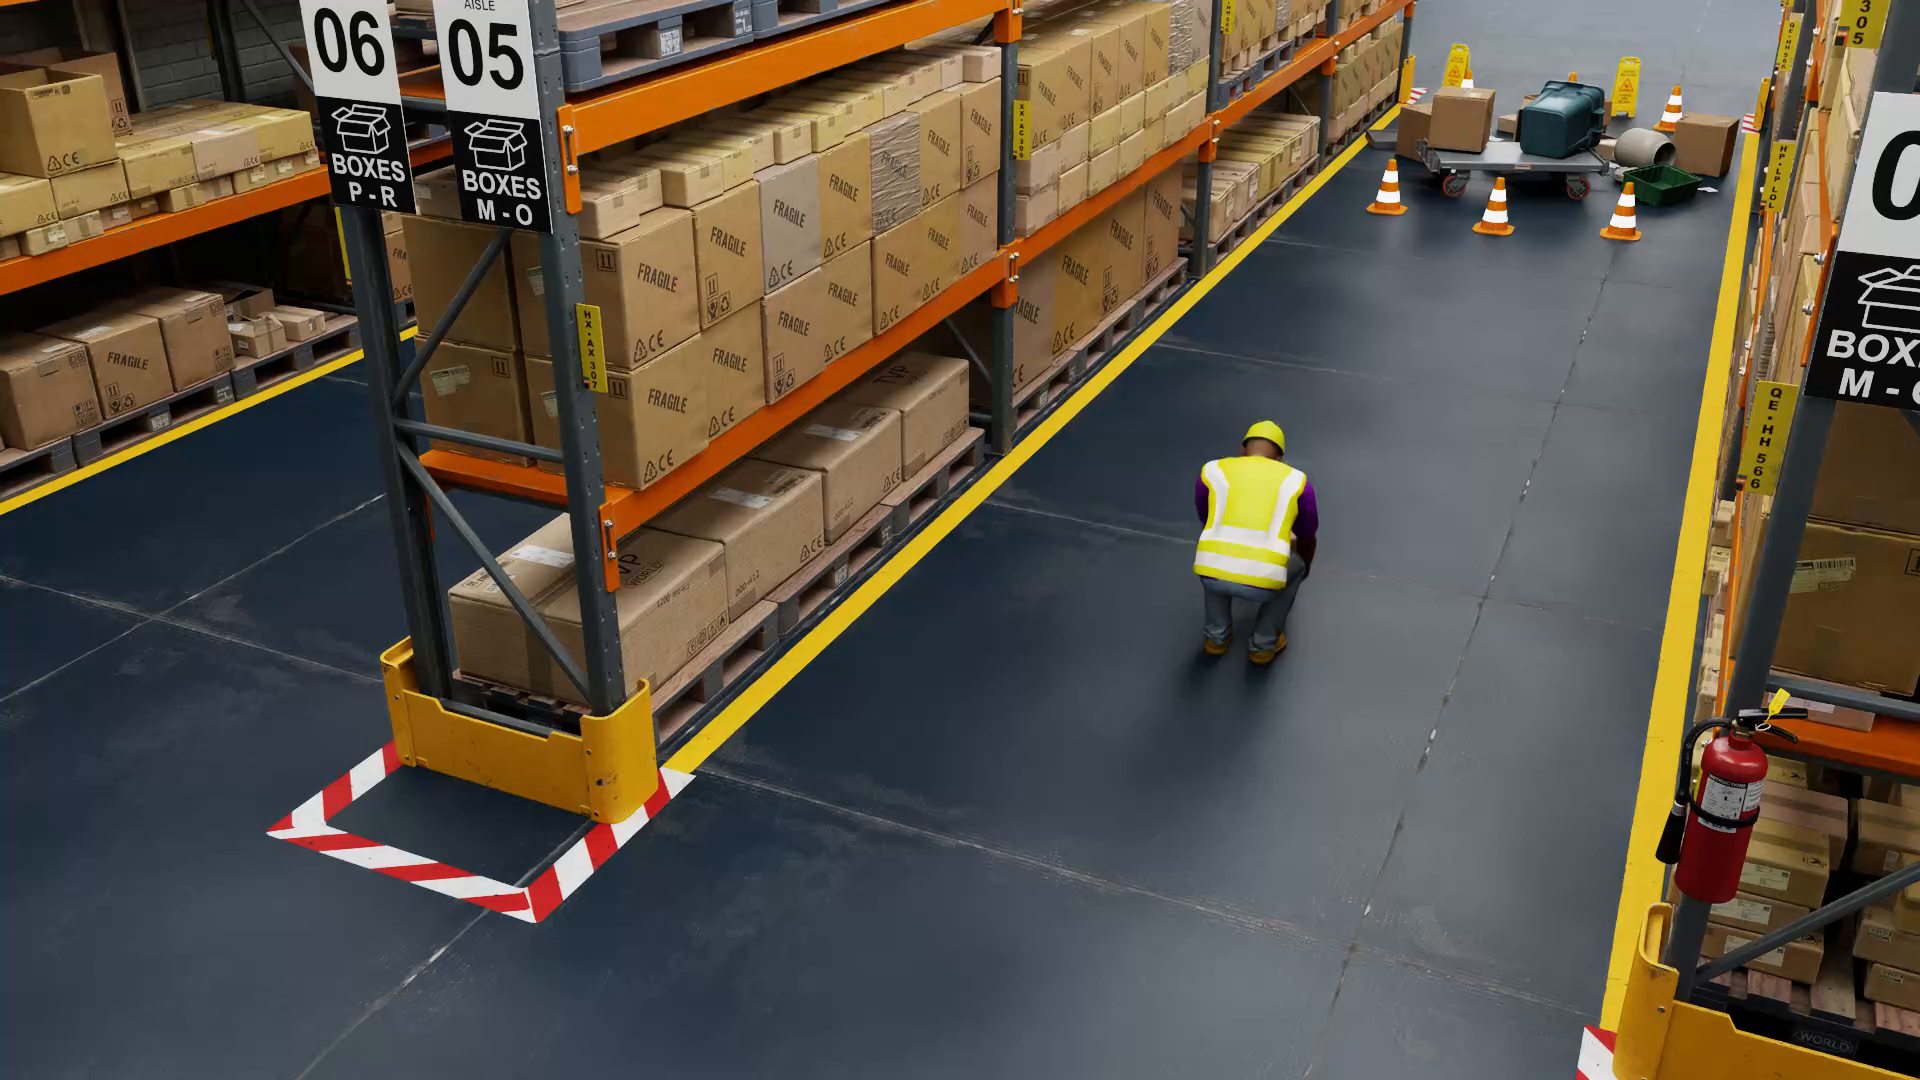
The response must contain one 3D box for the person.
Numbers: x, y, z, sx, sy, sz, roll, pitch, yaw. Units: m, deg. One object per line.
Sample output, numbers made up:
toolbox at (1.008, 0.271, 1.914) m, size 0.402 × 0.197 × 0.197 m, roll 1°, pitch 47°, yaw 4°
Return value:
person at (1.364, 0.017, 7.902) m, size 0.583 × 1.026 × 0.904 m, roll 11°, pitch 28°, yaw 22°
